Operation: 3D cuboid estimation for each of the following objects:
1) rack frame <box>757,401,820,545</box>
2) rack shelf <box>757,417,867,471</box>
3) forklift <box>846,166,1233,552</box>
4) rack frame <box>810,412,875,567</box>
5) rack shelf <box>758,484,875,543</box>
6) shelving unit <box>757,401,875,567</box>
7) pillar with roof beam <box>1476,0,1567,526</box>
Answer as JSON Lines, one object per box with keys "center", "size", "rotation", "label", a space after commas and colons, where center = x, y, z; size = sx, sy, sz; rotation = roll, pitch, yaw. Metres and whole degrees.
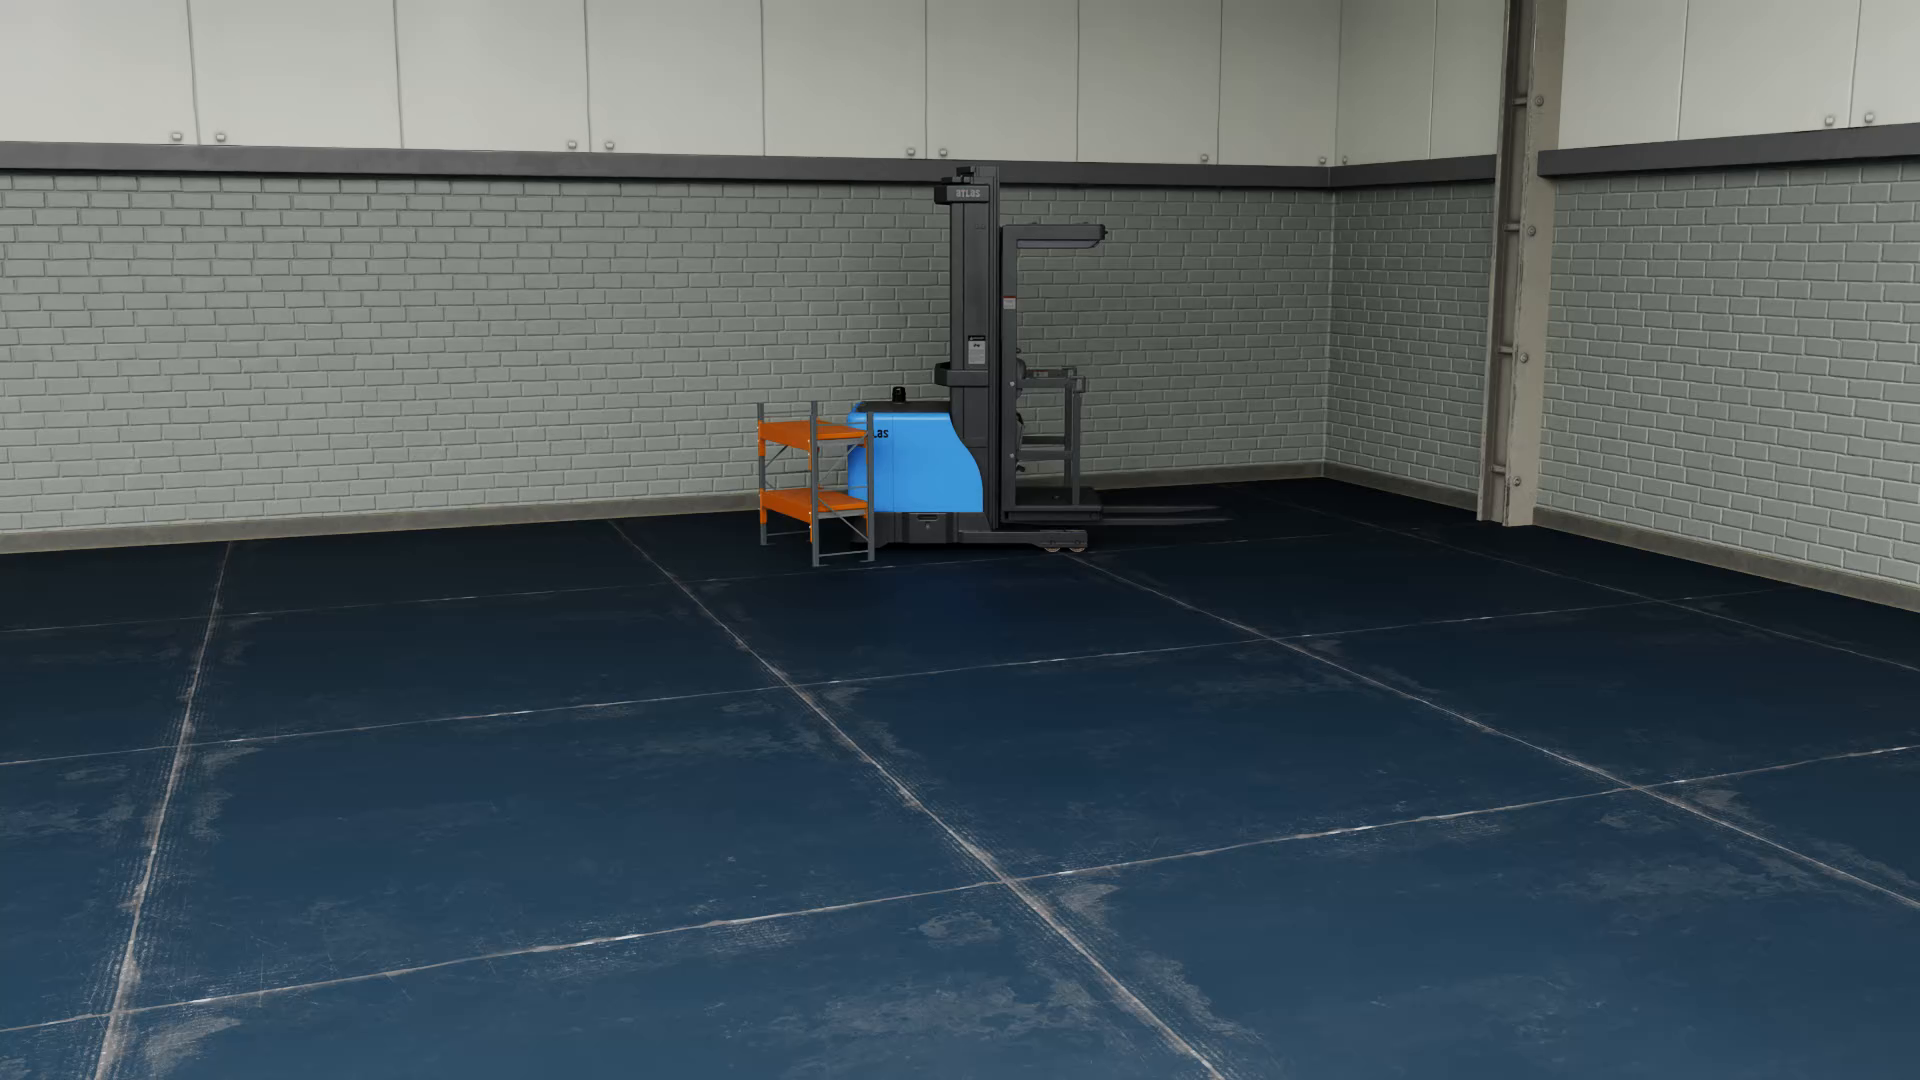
{"center": [-1.360, -0.534, 13.208], "size": [0.500, 1.125, 0.032], "rotation": [-6, 11, -28], "label": "rack frame"}
{"center": [-1.114, -0.744, 12.718], "size": [0.538, 0.278, 1.000], "rotation": [-6, 11, -28], "label": "rack shelf"}
{"center": [0.630, -1.443, 13.163], "size": [3.031, 2.935, 1.130], "rotation": [0, 10, 0], "label": "forklift"}
{"center": [-0.869, -0.378, 12.331], "size": [0.500, 1.125, 0.032], "rotation": [-6, 11, -28], "label": "rack frame"}
{"center": [-1.114, -0.215, 12.812], "size": [0.538, 0.278, 1.000], "rotation": [-6, 11, -28], "label": "rack shelf"}
{"center": [-1.114, -0.456, 12.770], "size": [0.538, 1.125, 1.048], "rotation": [-6, 11, -28], "label": "shelving unit"}
{"center": [0.679, -4.313, 11.974], "size": [9.100, 9.000, 0.400], "rotation": [-4, 11, -21], "label": "pillar with roof beam"}
